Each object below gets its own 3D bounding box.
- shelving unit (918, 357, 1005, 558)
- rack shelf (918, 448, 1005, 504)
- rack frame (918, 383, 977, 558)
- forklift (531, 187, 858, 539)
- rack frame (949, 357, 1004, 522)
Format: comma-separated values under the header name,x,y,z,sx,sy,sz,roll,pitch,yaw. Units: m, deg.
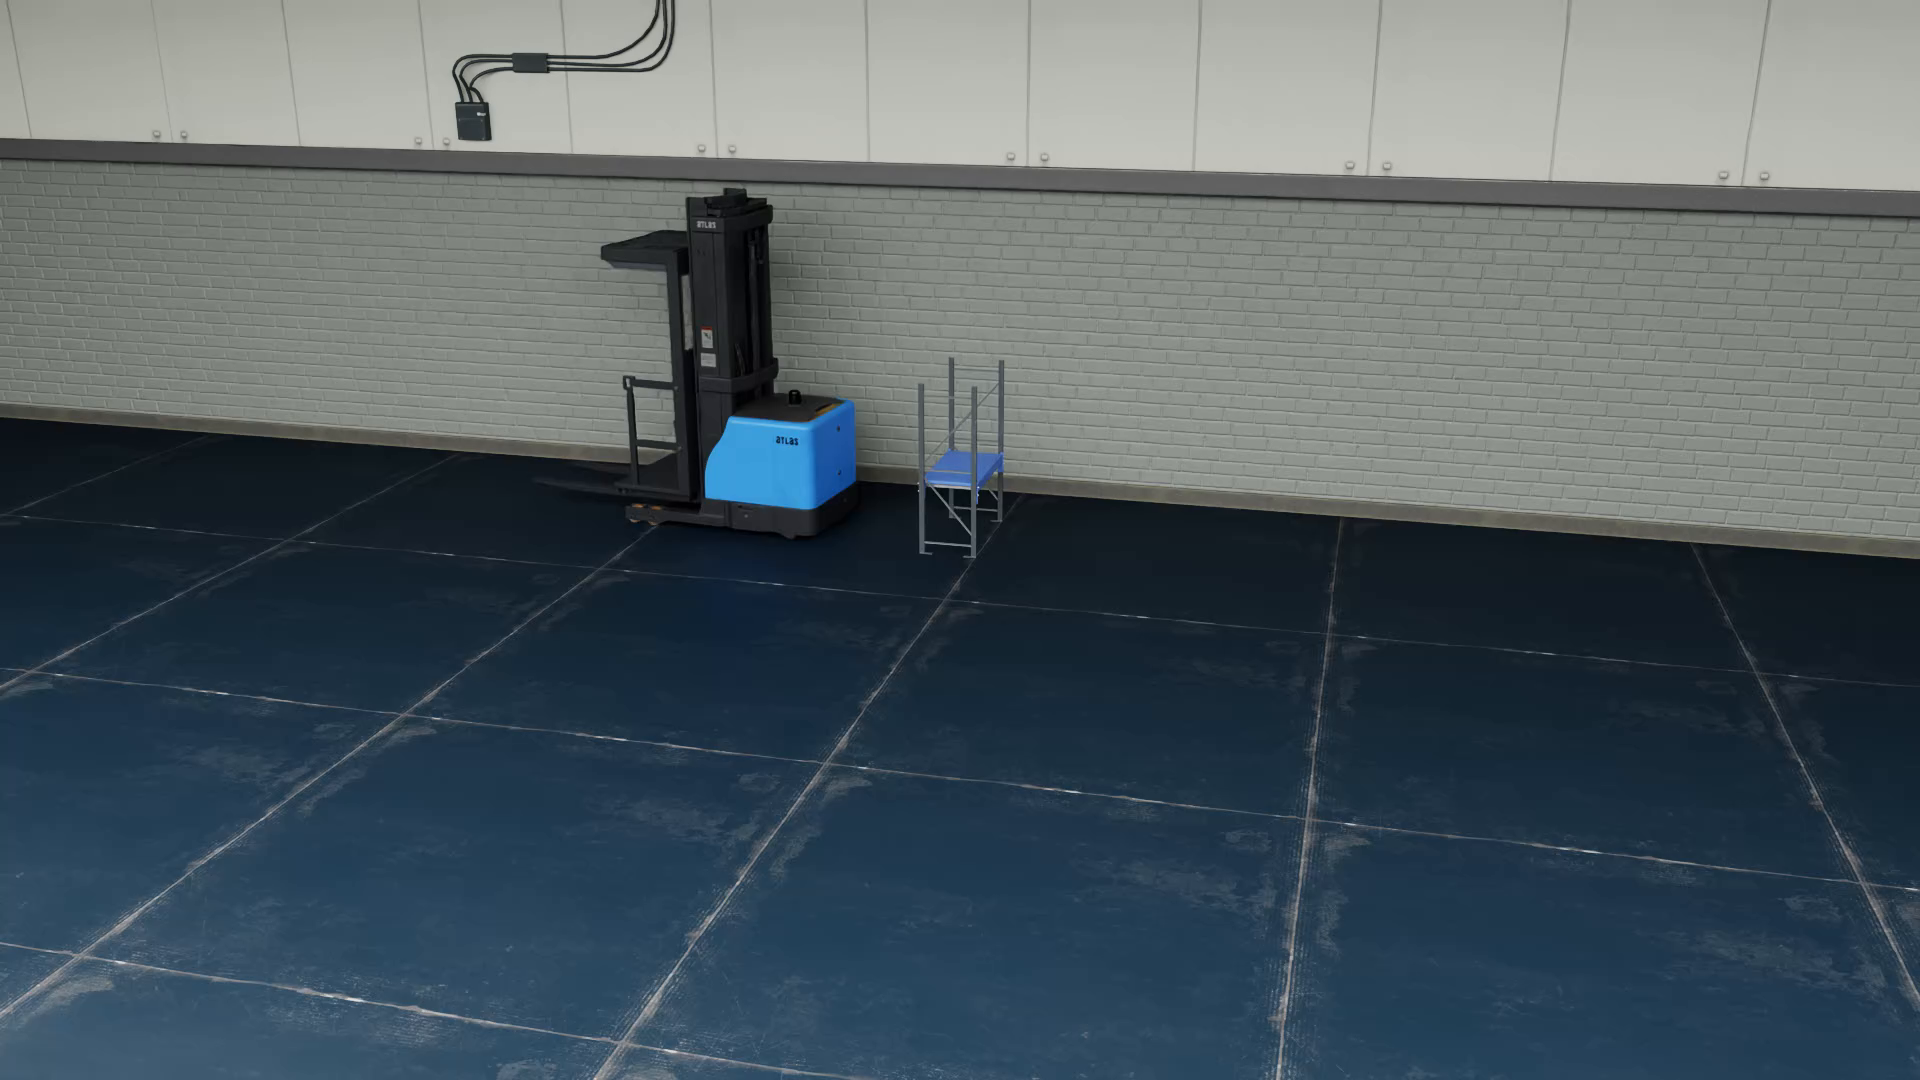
name,x,y,z,sx,sy,sz,roll,pitch,yaw
shelving unit,0.021,-0.736,14.523,0.538,1.500,1.048,5,19,13
rack shelf,0.021,-0.566,14.582,0.538,0.185,1.000,5,19,13
rack frame,-0.103,-0.577,14.057,0.500,1.500,0.032,5,19,13
forklift,-2.513,-1.673,15.051,3.031,2.935,1.130,7,20,19
rack frame,0.145,-0.896,14.990,0.500,1.500,0.032,5,19,13
